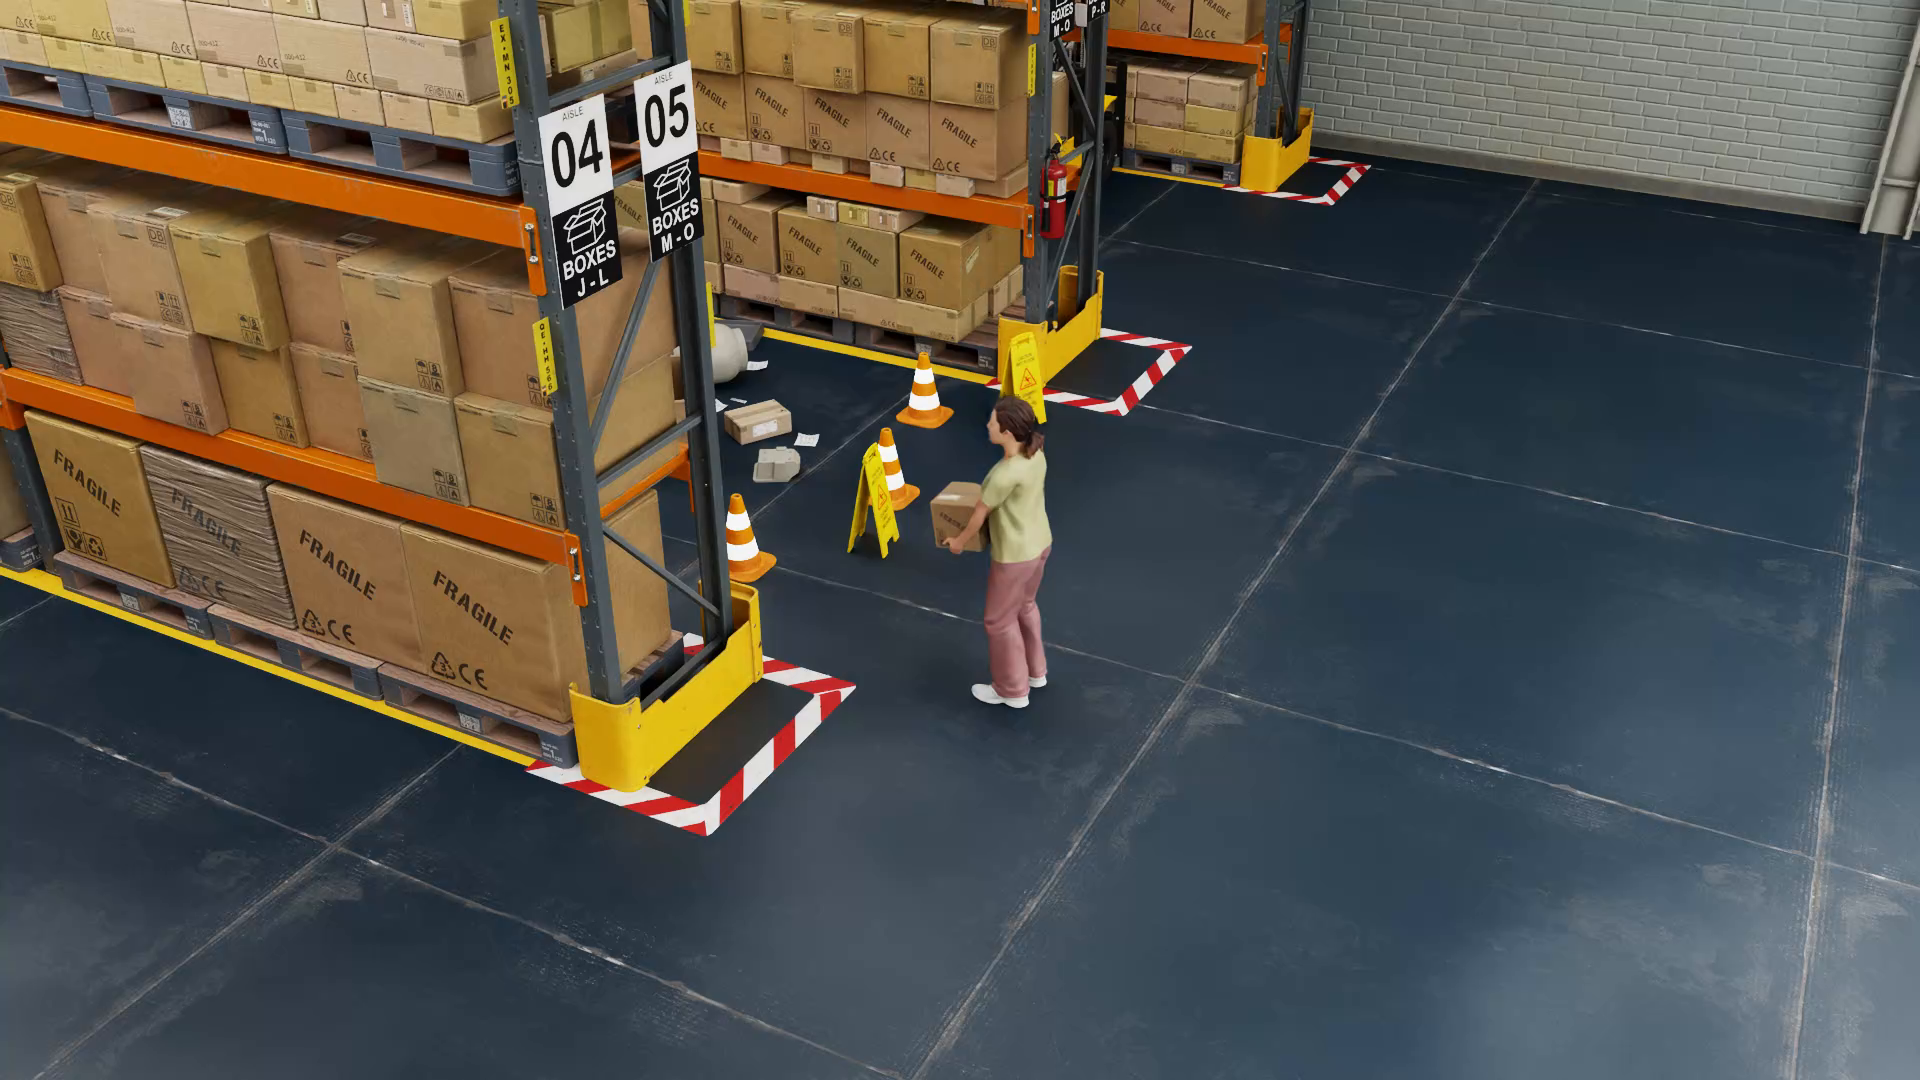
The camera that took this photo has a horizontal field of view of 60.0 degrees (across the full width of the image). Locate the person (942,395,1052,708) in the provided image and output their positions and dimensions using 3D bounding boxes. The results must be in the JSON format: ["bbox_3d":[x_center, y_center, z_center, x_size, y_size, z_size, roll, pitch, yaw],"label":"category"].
[{"bbox_3d":[0.190,0.044,8.226,0.501,1.667,0.408,14,33,22],"label":"person"}]
